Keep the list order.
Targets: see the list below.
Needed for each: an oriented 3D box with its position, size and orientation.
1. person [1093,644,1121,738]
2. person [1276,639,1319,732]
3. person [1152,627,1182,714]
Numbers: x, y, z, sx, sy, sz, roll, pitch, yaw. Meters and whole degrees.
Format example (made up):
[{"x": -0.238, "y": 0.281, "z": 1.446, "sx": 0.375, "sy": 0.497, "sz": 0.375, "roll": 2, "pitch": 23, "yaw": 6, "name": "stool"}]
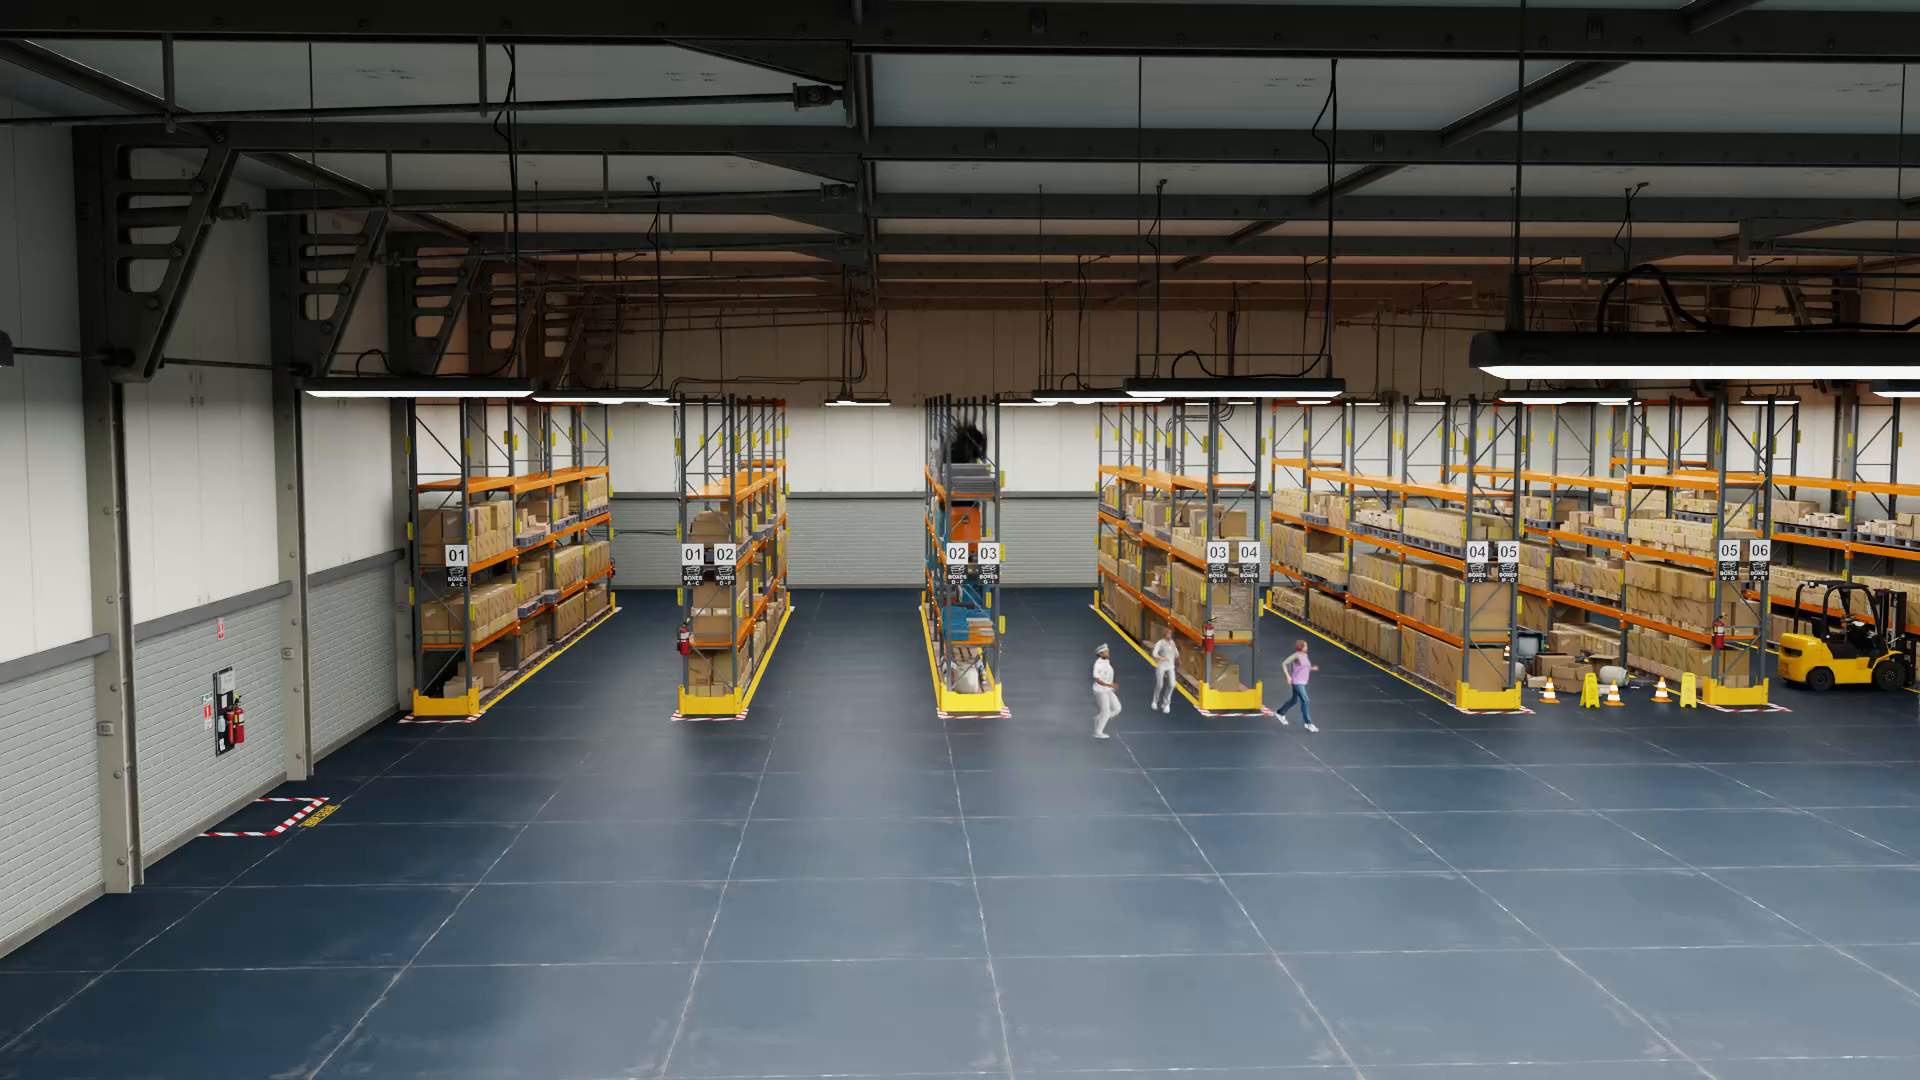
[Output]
[{"x": 2.544, "y": 2.616, "z": 28.872, "sx": 0.559, "sy": 1.649, "sz": 0.601, "roll": 2, "pitch": 5, "yaw": 28, "name": "person"}, {"x": 5.992, "y": 2.564, "z": 29.563, "sx": 0.856, "sy": 1.612, "sz": 0.497, "roll": 3, "pitch": 6, "yaw": 35, "name": "person"}, {"x": 3.914, "y": 2.459, "z": 31.423, "sx": 0.607, "sy": 1.617, "sz": 0.568, "roll": -1, "pitch": 5, "yaw": -18, "name": "person"}]
